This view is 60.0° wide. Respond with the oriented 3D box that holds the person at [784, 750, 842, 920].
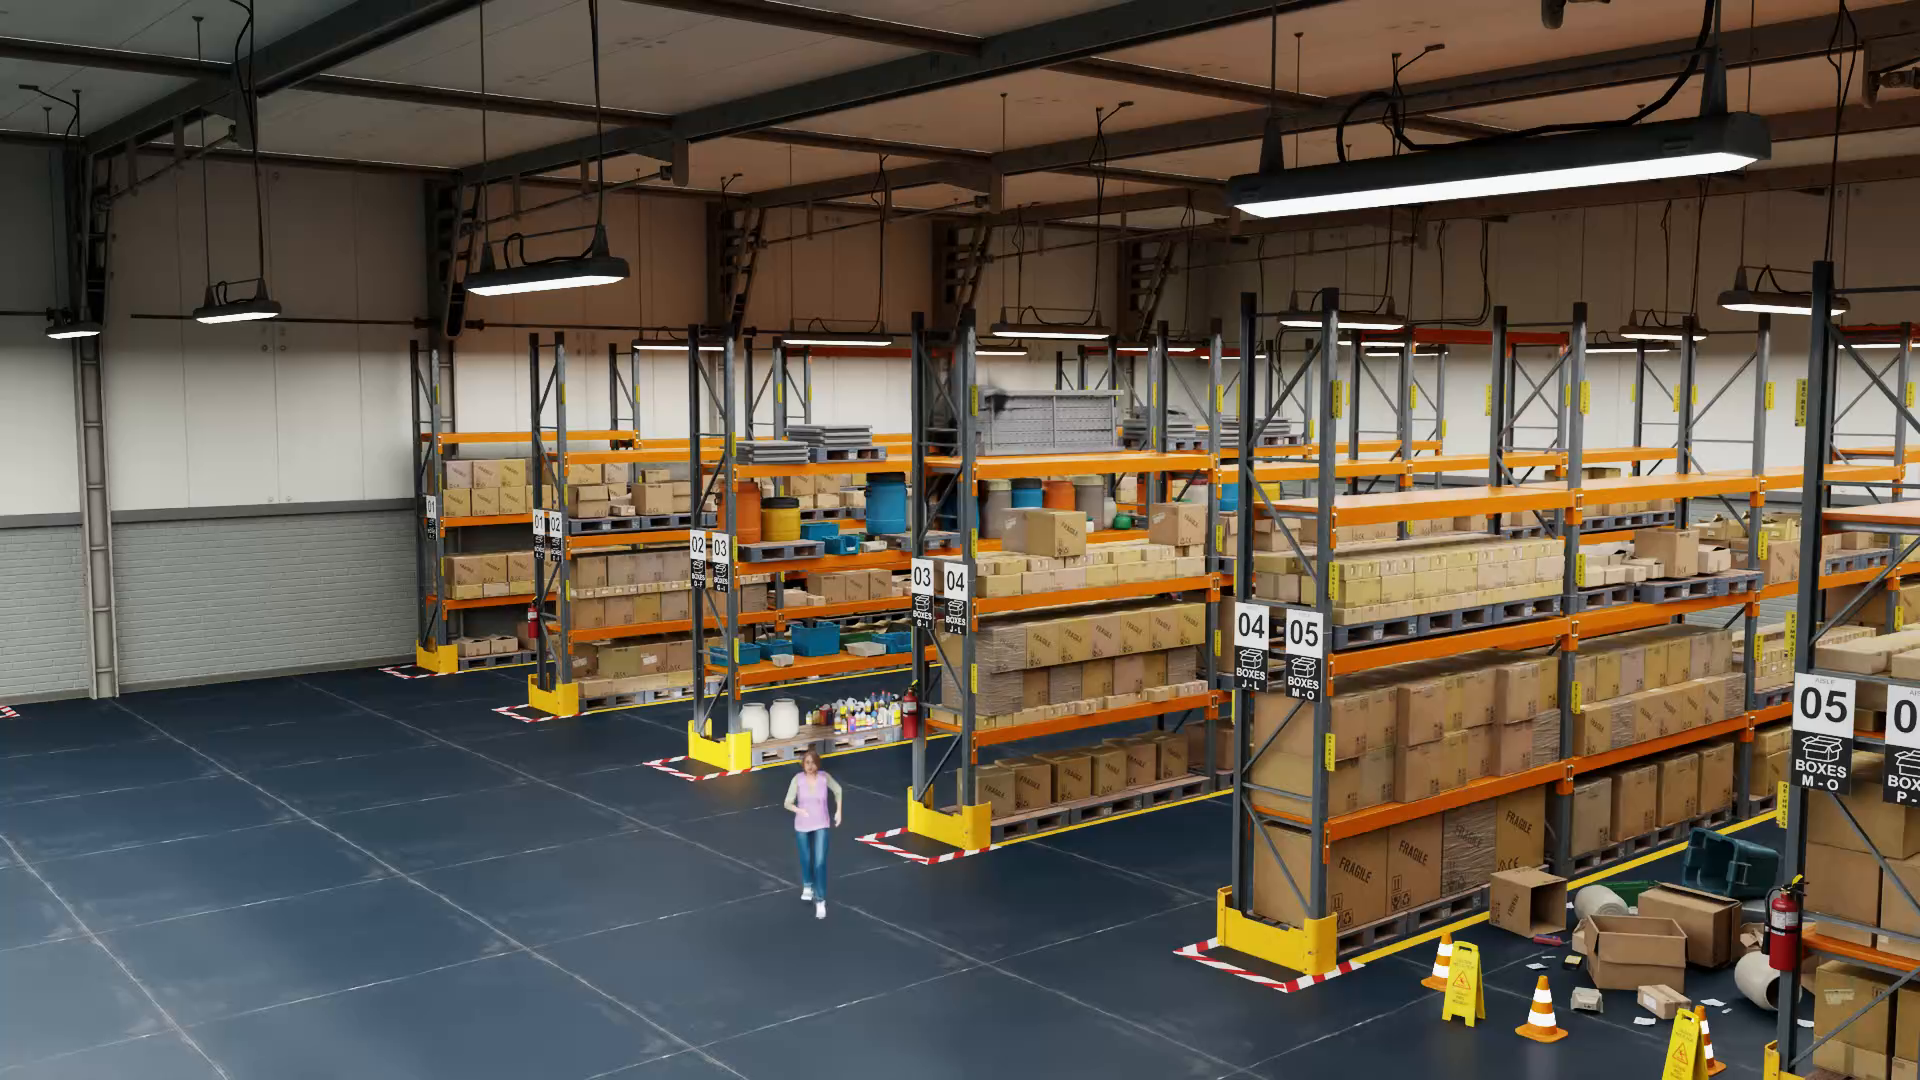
[{"bbox_3d":[-1.440,2.870,16.329,0.559,1.662,0.707,0,5,-2],"label":"person"}]
